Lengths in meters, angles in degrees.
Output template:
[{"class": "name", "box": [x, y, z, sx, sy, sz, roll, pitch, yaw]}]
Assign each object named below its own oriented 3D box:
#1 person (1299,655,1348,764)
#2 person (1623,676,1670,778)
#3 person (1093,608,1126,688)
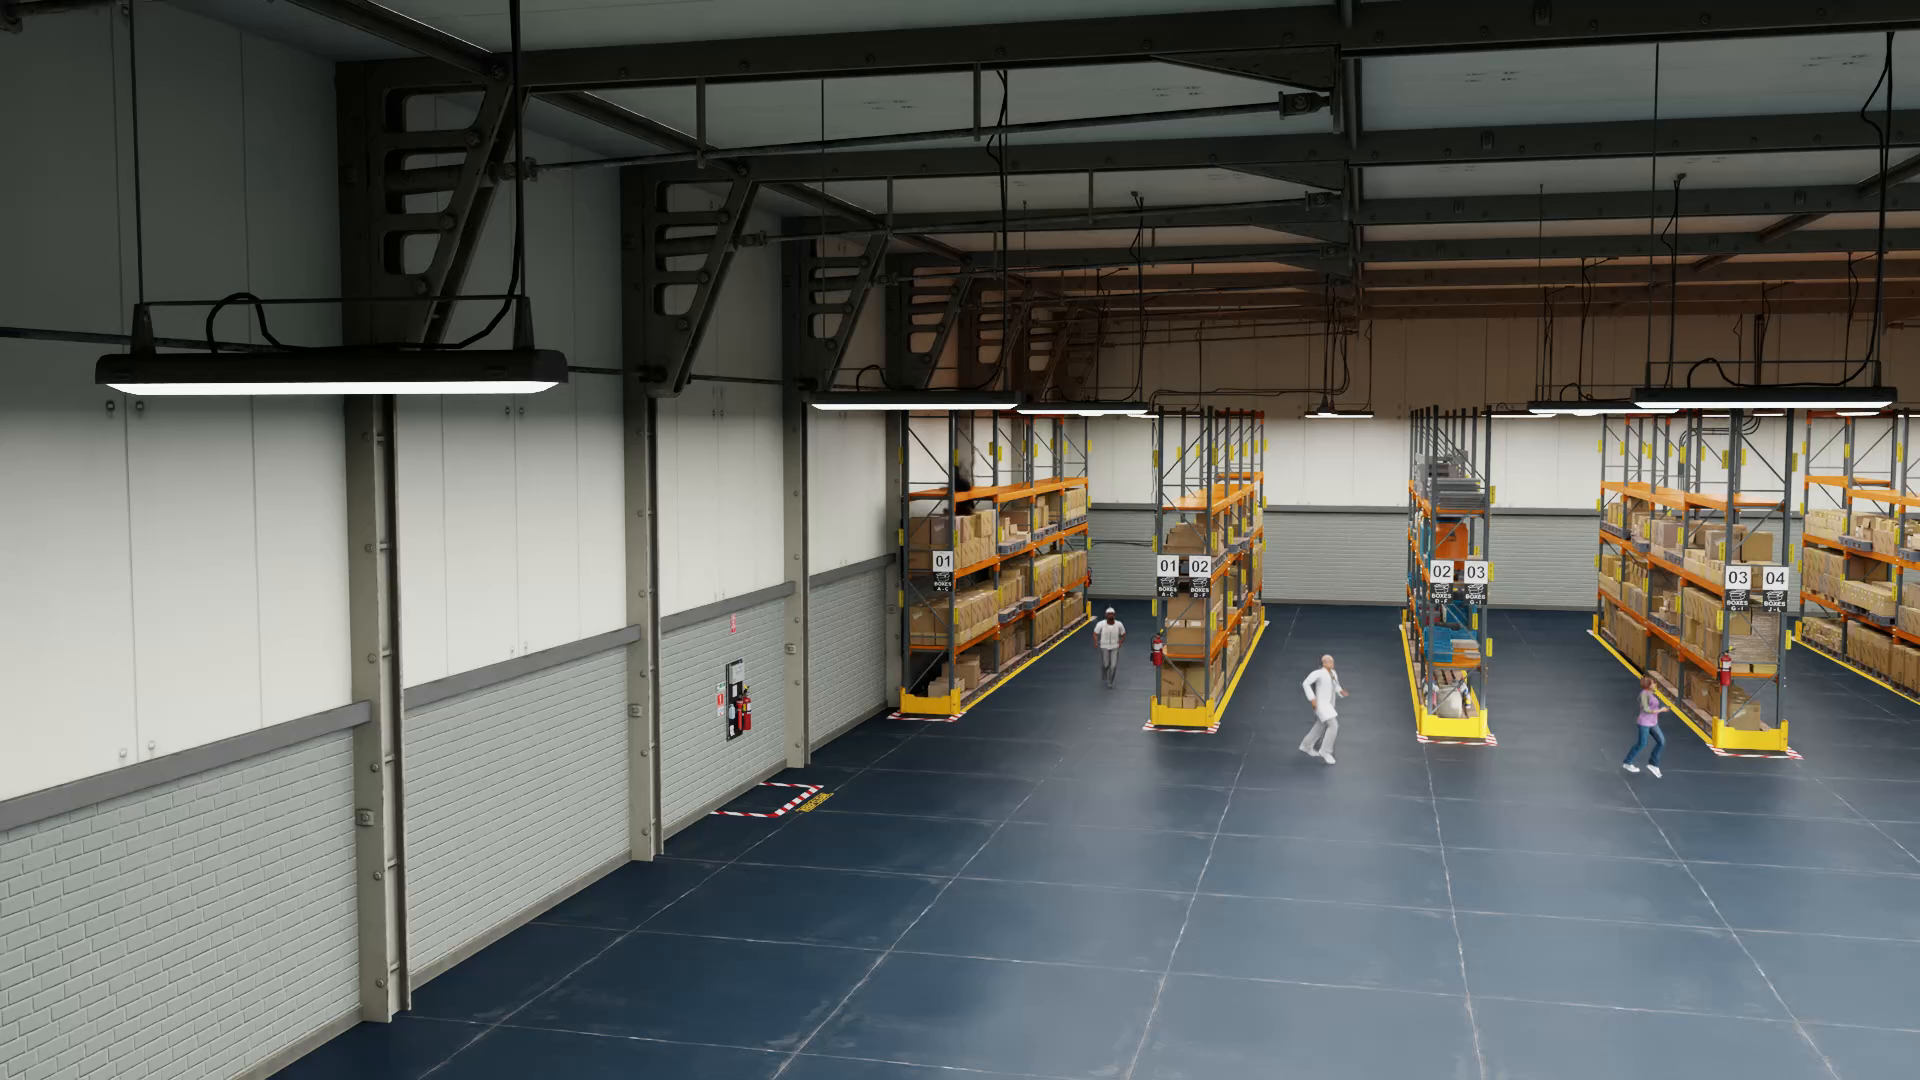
[{"class": "person", "box": [6.120, 2.840, 28.008, 0.877, 1.844, 0.680, 3, 5, 40]}, {"class": "person", "box": [11.058, 3.011, 26.763, 0.702, 1.626, 0.507, 4, 6, 42]}, {"class": "person", "box": [3.220, 2.310, 35.700, 0.705, 1.718, 0.586, 0, 4, 1]}]
